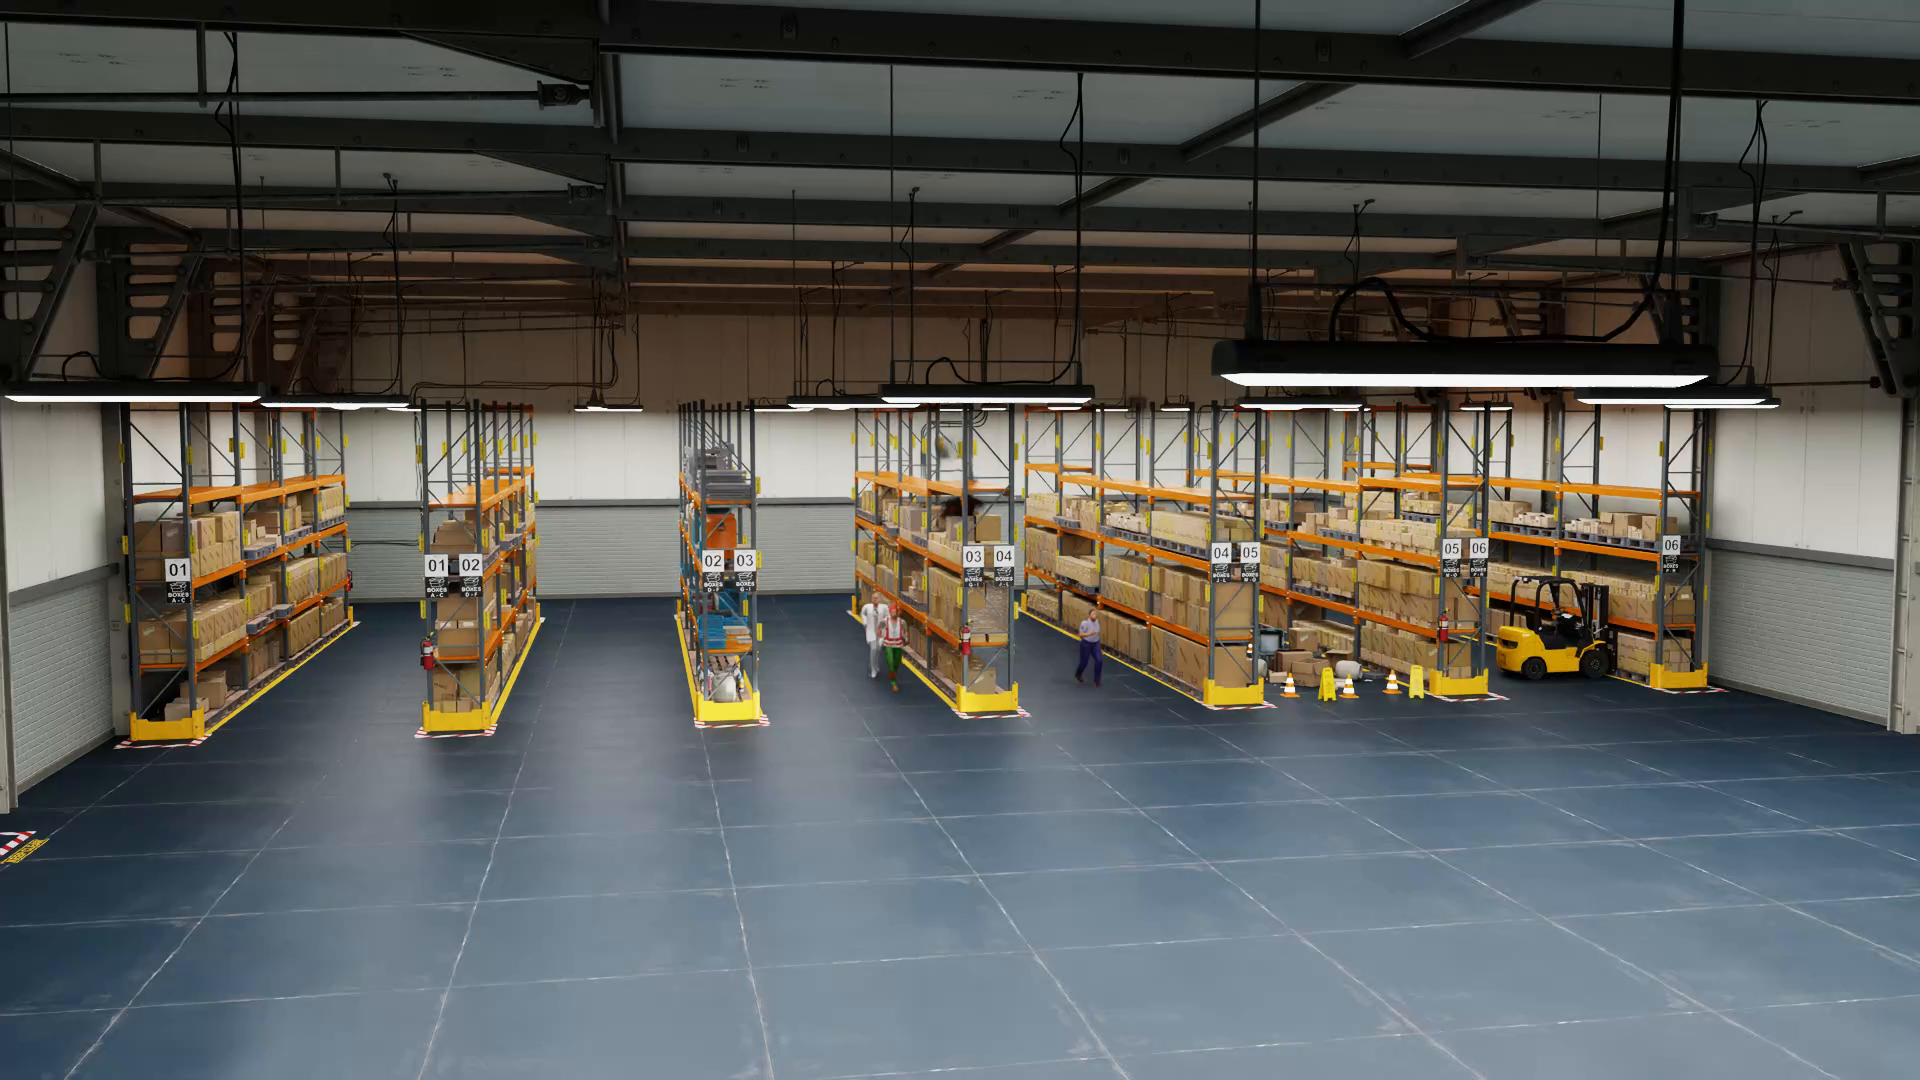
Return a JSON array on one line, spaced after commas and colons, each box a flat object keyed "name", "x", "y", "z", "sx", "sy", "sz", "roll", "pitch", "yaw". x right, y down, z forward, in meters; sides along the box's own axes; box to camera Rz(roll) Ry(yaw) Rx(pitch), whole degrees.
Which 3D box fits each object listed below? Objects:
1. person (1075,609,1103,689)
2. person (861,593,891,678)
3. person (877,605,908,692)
[{"name": "person", "x": 2.706, "y": 2.288, "z": 35.063, "sx": 0.610, "sy": 1.711, "sz": 0.879, "roll": -2, "pitch": 5, "yaw": -27}, {"name": "person", "x": -1.830, "y": 2.084, "z": 36.616, "sx": 0.669, "sy": 1.853, "sz": 0.865, "roll": -1, "pitch": 4, "yaw": -10}, {"name": "person", "x": -1.407, "y": 2.222, "z": 34.723, "sx": 0.631, "sy": 1.780, "sz": 0.954, "roll": -1, "pitch": 4, "yaw": -12}]
